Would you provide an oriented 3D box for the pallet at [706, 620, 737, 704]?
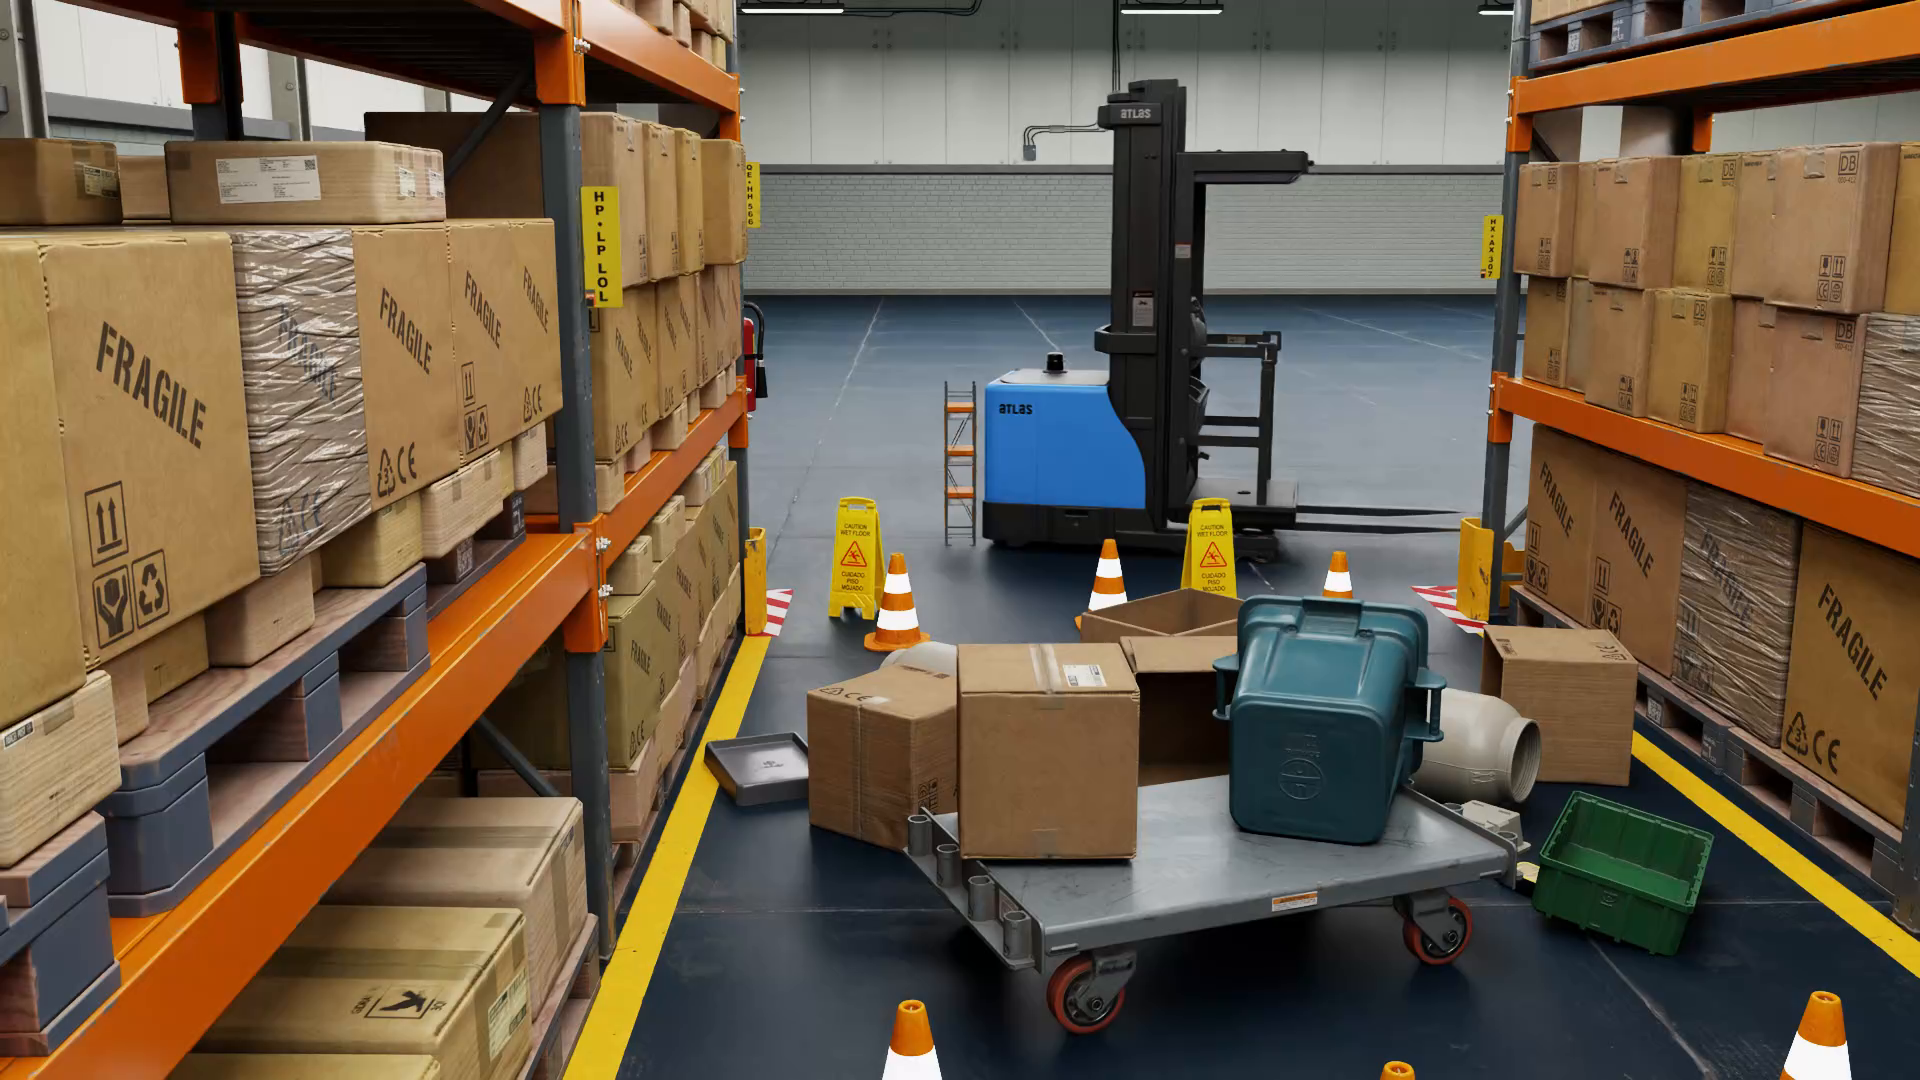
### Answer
[{"bbox_3d":[-1.634,0.517,7.978,1.003,0.211,1.213,0,11,-1],"label":"pallet"}]

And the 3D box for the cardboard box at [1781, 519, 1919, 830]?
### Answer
[{"bbox_3d":[3.469,0.439,5.639,0.875,0.875,0.875,0,11,0],"label":"cardboard box"}]

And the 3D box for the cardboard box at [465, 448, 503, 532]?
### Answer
[{"bbox_3d":[-1.219,-0.109,3.627,0.380,0.149,0.250,0,11,-2],"label":"cardboard box"}]

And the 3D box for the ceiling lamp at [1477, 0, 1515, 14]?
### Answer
[{"bbox_3d":[11.189,-11.938,32.588,2.000,3.185,0.800,0,11,-1],"label":"ceiling lamp"}]

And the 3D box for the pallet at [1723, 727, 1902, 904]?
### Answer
[{"bbox_3d":[3.475,0.944,5.876,1.003,0.211,1.213,0,11,-1],"label":"pallet"}]

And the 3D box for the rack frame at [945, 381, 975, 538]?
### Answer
[{"bbox_3d":[-0.001,-0.528,11.022,0.200,1.050,0.008,0,11,-1],"label":"rack frame"}]

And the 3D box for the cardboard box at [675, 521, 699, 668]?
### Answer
[{"bbox_3d":[-1.309,0.216,6.426,0.500,0.500,0.500,0,11,2],"label":"cardboard box"}]

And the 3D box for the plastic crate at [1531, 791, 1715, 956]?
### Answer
[{"bbox_3d":[2.099,1.049,5.270,0.450,0.188,0.662,17,18,26],"label":"plastic crate"}]

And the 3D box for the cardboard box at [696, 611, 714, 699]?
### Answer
[{"bbox_3d":[-1.313,0.482,6.997,0.500,0.250,0.500,-1,11,-3],"label":"cardboard box"}]

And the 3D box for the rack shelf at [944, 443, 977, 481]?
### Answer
[{"bbox_3d":[0.001,-0.494,10.904,0.215,0.259,0.240,0,11,-1],"label":"rack shelf"}]

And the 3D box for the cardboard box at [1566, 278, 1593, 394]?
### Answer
[{"bbox_3d":[3.416,-0.957,7.855,0.875,0.550,0.550,0,11,-1],"label":"cardboard box"}]

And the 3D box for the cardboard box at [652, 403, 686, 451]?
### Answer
[{"bbox_3d":[-1.238,-0.426,6.247,0.380,0.149,0.250,0,11,-1],"label":"cardboard box"}]

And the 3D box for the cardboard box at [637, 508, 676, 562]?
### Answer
[{"bbox_3d":[-1.232,-0.020,5.956,0.380,0.149,0.250,0,11,1],"label":"cardboard box"}]

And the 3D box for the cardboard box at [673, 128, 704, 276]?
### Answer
[{"bbox_3d":[-1.299,-1.206,5.943,0.700,0.500,0.500,0,11,-2],"label":"cardboard box"}]

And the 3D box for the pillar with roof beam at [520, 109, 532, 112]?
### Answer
[{"bbox_3d":[-3.659,-8.591,30.774,9.100,9.000,0.400,0,11,-1],"label":"pillar with roof beam"}]

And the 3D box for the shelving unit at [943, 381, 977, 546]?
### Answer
[{"bbox_3d":[0.001,-0.504,10.902,0.215,1.050,0.252,0,11,-1],"label":"shelving unit"}]

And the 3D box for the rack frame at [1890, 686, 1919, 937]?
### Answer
[{"bbox_3d":[3.412,-0.271,4.852,1.000,3.000,0.127,0,11,-1],"label":"rack frame"}]

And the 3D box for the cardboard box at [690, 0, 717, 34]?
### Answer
[{"bbox_3d":[-1.342,-2.368,7.270,0.500,0.250,0.500,0,11,-2],"label":"cardboard box"}]

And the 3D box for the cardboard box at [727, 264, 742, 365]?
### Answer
[{"bbox_3d":[-1.331,-1.114,8.006,0.500,0.500,0.500,0,11,-2],"label":"cardboard box"}]

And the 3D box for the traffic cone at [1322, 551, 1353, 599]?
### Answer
[{"bbox_3d":[1.921,0.288,8.474,0.336,0.463,0.334,0,11,-1],"label":"traffic cone"}]

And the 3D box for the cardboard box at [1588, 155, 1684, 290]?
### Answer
[{"bbox_3d":[3.278,-1.374,7.196,0.875,0.550,0.550,0,11,-1],"label":"cardboard box"}]

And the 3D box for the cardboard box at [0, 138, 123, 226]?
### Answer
[{"bbox_3d":[-1.753,-0.639,2.977,0.380,0.149,0.250,0,11,2],"label":"cardboard box"}]

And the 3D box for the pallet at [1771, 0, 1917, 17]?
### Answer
[{"bbox_3d":[3.406,-1.861,5.365,1.003,0.211,1.213,0,11,-1],"label":"pallet"}]

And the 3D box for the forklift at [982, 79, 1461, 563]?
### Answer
[{"bbox_3d":[1.716,-1.410,10.640,3.031,2.935,1.130,2,12,12],"label":"forklift"}]

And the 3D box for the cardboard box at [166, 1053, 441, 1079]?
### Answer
[{"bbox_3d":[-1.487,1.236,2.973,0.950,0.372,0.625,0,11,1],"label":"cardboard box"}]

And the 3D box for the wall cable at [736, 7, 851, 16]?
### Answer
[{"bbox_3d":[-4.121,-11.322,39.340,3.097,2.526,0.112,0,11,-1],"label":"wall cable"}]

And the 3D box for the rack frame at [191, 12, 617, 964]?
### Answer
[{"bbox_3d":[-1.535,-0.231,4.653,1.000,3.000,0.127,0,11,-1],"label":"rack frame"}]

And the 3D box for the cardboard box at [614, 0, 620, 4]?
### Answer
[{"bbox_3d":[-1.327,-1.792,5.434,0.380,0.149,0.250,0,11,1],"label":"cardboard box"}]

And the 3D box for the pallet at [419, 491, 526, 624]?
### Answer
[{"bbox_3d":[-1.664,0.016,3.920,1.003,0.211,1.213,0,11,-1],"label":"pallet"}]

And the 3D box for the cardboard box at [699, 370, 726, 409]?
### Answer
[{"bbox_3d":[-1.260,-0.677,7.486,0.380,0.149,0.250,0,11,0],"label":"cardboard box"}]

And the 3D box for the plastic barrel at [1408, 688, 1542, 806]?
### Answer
[{"bbox_3d":[1.855,0.772,6.189,0.512,0.421,0.421,9,15,38],"label":"plastic barrel"}]

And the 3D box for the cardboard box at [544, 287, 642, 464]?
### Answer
[{"bbox_3d":[-1.265,-0.514,5.050,0.500,0.500,0.500,0,11,-1],"label":"cardboard box"}]

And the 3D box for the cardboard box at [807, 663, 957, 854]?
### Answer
[{"bbox_3d":[-0.197,0.774,5.979,0.500,0.500,0.500,9,15,38],"label":"cardboard box"}]

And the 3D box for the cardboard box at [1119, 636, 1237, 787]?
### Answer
[{"bbox_3d":[0.978,0.656,6.221,0.797,0.637,0.503,0,11,-1],"label":"cardboard box"}]

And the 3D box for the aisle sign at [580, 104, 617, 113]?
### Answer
[{"bbox_3d":[-1.929,-2.311,8.368,0.394,0.787,0.004,0,11,-1],"label":"aisle sign"}]

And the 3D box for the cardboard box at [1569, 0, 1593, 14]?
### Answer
[{"bbox_3d":[3.027,-2.498,7.609,0.380,0.149,0.250,0,11,-1],"label":"cardboard box"}]

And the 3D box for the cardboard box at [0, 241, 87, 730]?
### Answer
[{"bbox_3d":[-1.248,-0.030,1.608,0.500,0.500,0.500,0,11,2],"label":"cardboard box"}]

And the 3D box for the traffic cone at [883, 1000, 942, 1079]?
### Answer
[{"bbox_3d":[-0.109,1.253,3.718,0.336,0.463,0.334,0,11,-1],"label":"traffic cone"}]

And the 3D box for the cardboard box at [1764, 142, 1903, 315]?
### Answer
[{"bbox_3d":[3.311,-1.056,5.629,0.875,0.550,0.550,0,11,-1],"label":"cardboard box"}]

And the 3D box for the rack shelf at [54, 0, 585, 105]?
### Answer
[{"bbox_3d":[-1.493,-0.951,2.466,1.077,0.370,4.000,0,11,-1],"label":"rack shelf"}]

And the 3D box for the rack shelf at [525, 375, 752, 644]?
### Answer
[{"bbox_3d":[-1.576,-0.276,6.684,1.077,0.370,4.000,0,11,-1],"label":"rack shelf"}]

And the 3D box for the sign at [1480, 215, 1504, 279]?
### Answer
[{"bbox_3d":[2.774,-1.528,8.672,0.100,0.325,0.005,0,11,-1],"label":"sign"}]

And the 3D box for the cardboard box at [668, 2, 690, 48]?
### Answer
[{"bbox_3d":[-1.254,-1.998,6.451,0.380,0.149,0.250,0,11,-2],"label":"cardboard box"}]

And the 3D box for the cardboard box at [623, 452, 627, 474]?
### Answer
[{"bbox_3d":[-1.314,-0.274,5.499,0.380,0.149,0.250,0,11,-1],"label":"cardboard box"}]

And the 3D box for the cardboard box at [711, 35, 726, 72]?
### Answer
[{"bbox_3d":[-1.293,-2.254,7.712,0.380,0.149,0.250,0,11,-1],"label":"cardboard box"}]

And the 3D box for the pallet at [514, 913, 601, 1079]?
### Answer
[{"bbox_3d":[-1.517,1.290,4.167,1.003,0.211,1.213,0,11,-1],"label":"pallet"}]

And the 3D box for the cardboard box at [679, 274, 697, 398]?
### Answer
[{"bbox_3d":[-1.327,-0.814,6.528,0.500,0.500,0.500,0,11,0],"label":"cardboard box"}]

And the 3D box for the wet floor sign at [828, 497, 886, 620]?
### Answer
[{"bbox_3d":[-0.552,0.086,9.014,0.267,0.644,0.232,4,12,18],"label":"wet floor sign"}]

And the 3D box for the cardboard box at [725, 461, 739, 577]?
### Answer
[{"bbox_3d":[-1.340,-0.094,7.949,0.500,0.500,0.500,0,11,-1],"label":"cardboard box"}]

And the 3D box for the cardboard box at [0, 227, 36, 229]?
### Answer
[{"bbox_3d":[-1.783,-0.237,2.628,0.500,0.500,0.500,-1,11,-3],"label":"cardboard box"}]

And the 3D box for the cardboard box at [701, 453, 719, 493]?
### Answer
[{"bbox_3d":[-1.263,-0.289,7.280,0.380,0.149,0.250,0,11,0],"label":"cardboard box"}]

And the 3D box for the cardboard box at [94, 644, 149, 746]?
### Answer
[{"bbox_3d":[-1.273,0.203,2.090,0.380,0.149,0.250,0,11,2],"label":"cardboard box"}]

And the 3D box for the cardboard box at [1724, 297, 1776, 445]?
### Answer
[{"bbox_3d":[3.465,-0.635,6.268,0.875,0.550,0.550,0,11,-1],"label":"cardboard box"}]

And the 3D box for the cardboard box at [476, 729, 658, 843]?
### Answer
[{"bbox_3d":[-1.277,0.792,5.468,0.500,0.250,0.500,-1,11,-4],"label":"cardboard box"}]

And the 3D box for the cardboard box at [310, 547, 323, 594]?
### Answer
[{"bbox_3d":[-1.339,0.043,2.877,0.380,0.149,0.250,-1,11,-3],"label":"cardboard box"}]

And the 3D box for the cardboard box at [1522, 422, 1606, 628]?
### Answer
[{"bbox_3d":[3.409,-0.096,8.278,0.875,0.875,0.875,0,11,-1],"label":"cardboard box"}]

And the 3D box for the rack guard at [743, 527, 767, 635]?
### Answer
[{"bbox_3d":[-1.616,0.214,8.746,1.175,0.500,0.348,0,11,-1],"label":"rack guard"}]

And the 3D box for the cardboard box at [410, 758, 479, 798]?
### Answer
[{"bbox_3d":[-1.816,0.794,5.458,0.500,0.250,0.500,0,11,1],"label":"cardboard box"}]

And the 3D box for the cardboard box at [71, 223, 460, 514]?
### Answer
[{"bbox_3d":[-1.280,-0.339,3.132,0.500,0.500,0.500,0,11,1],"label":"cardboard box"}]
